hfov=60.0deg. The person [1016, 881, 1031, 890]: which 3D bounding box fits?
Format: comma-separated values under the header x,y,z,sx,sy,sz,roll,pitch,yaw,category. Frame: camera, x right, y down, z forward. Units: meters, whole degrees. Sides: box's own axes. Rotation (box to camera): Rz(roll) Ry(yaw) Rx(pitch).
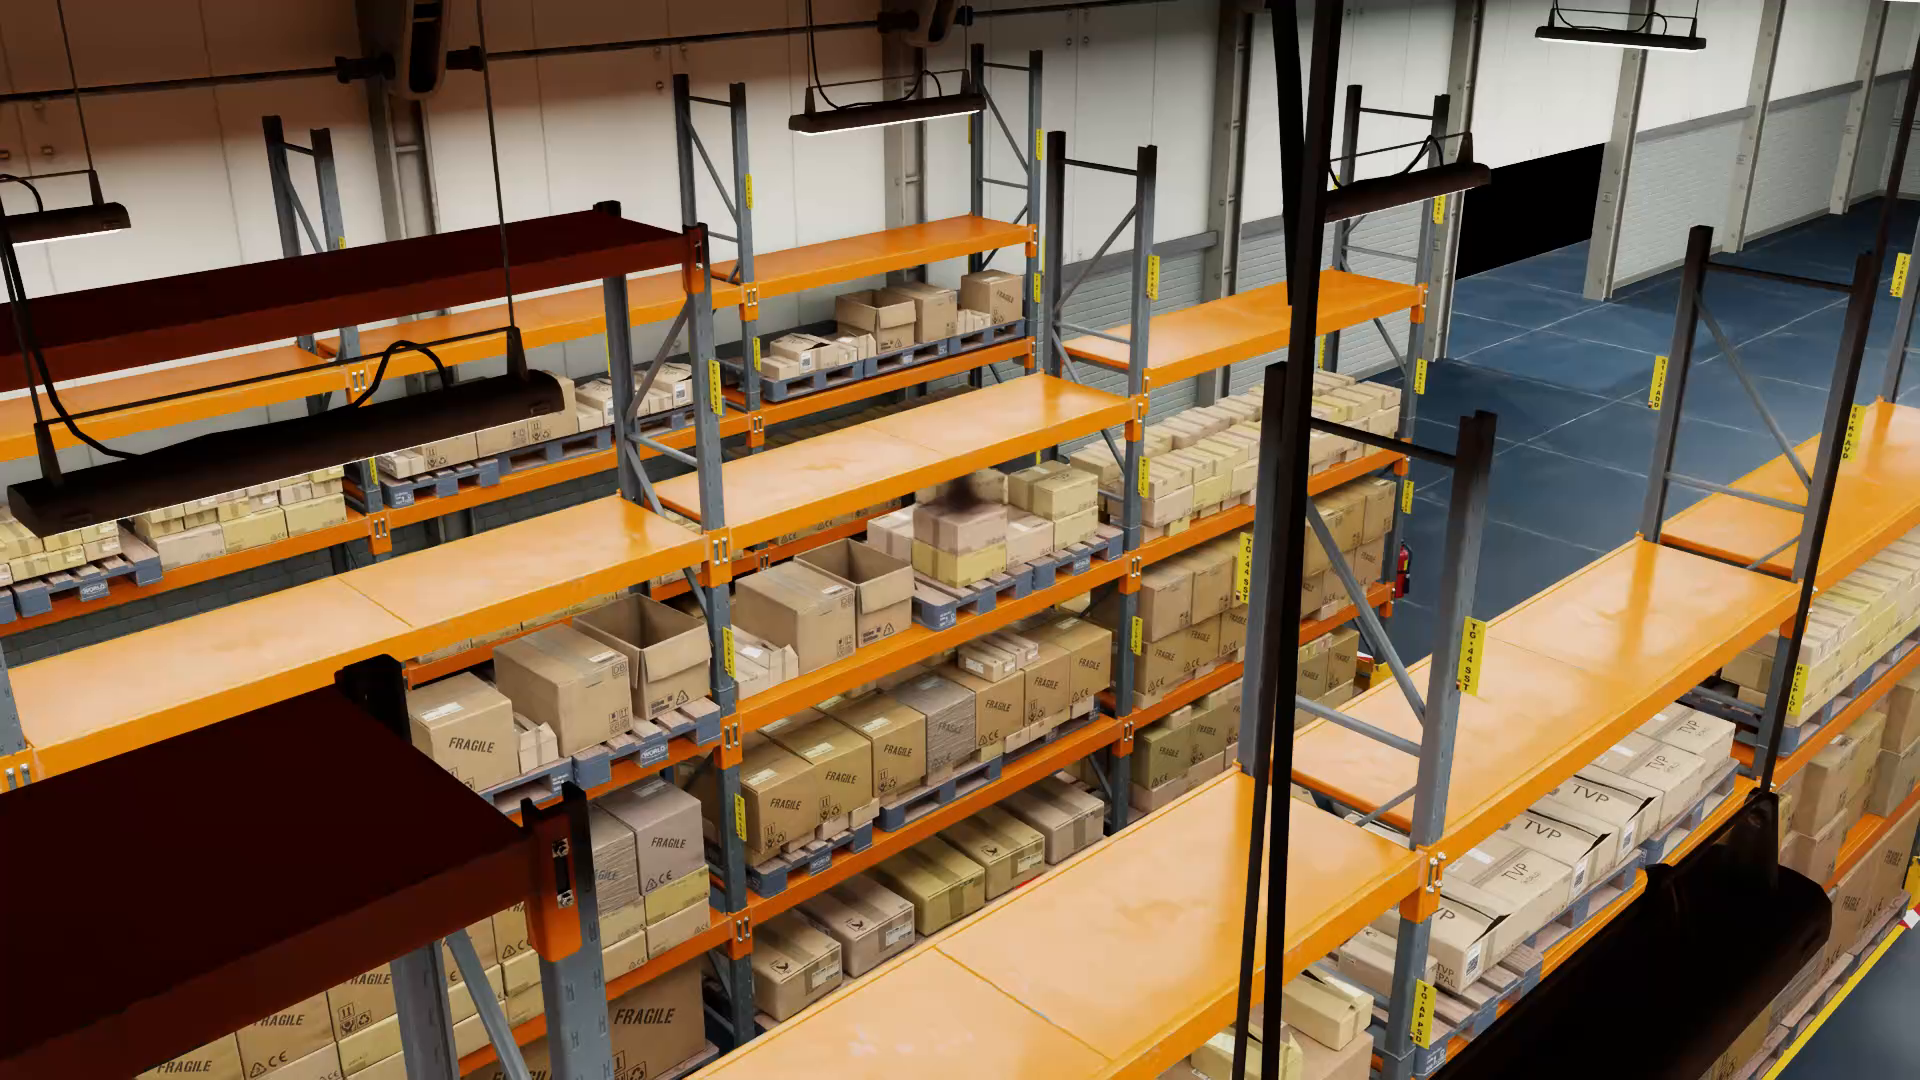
x,y,z,sx,sy,sz,roll,pitch,yaw,category
0.488,3.040,11.133,0.412,1.794,0.617,8,24,19,person
